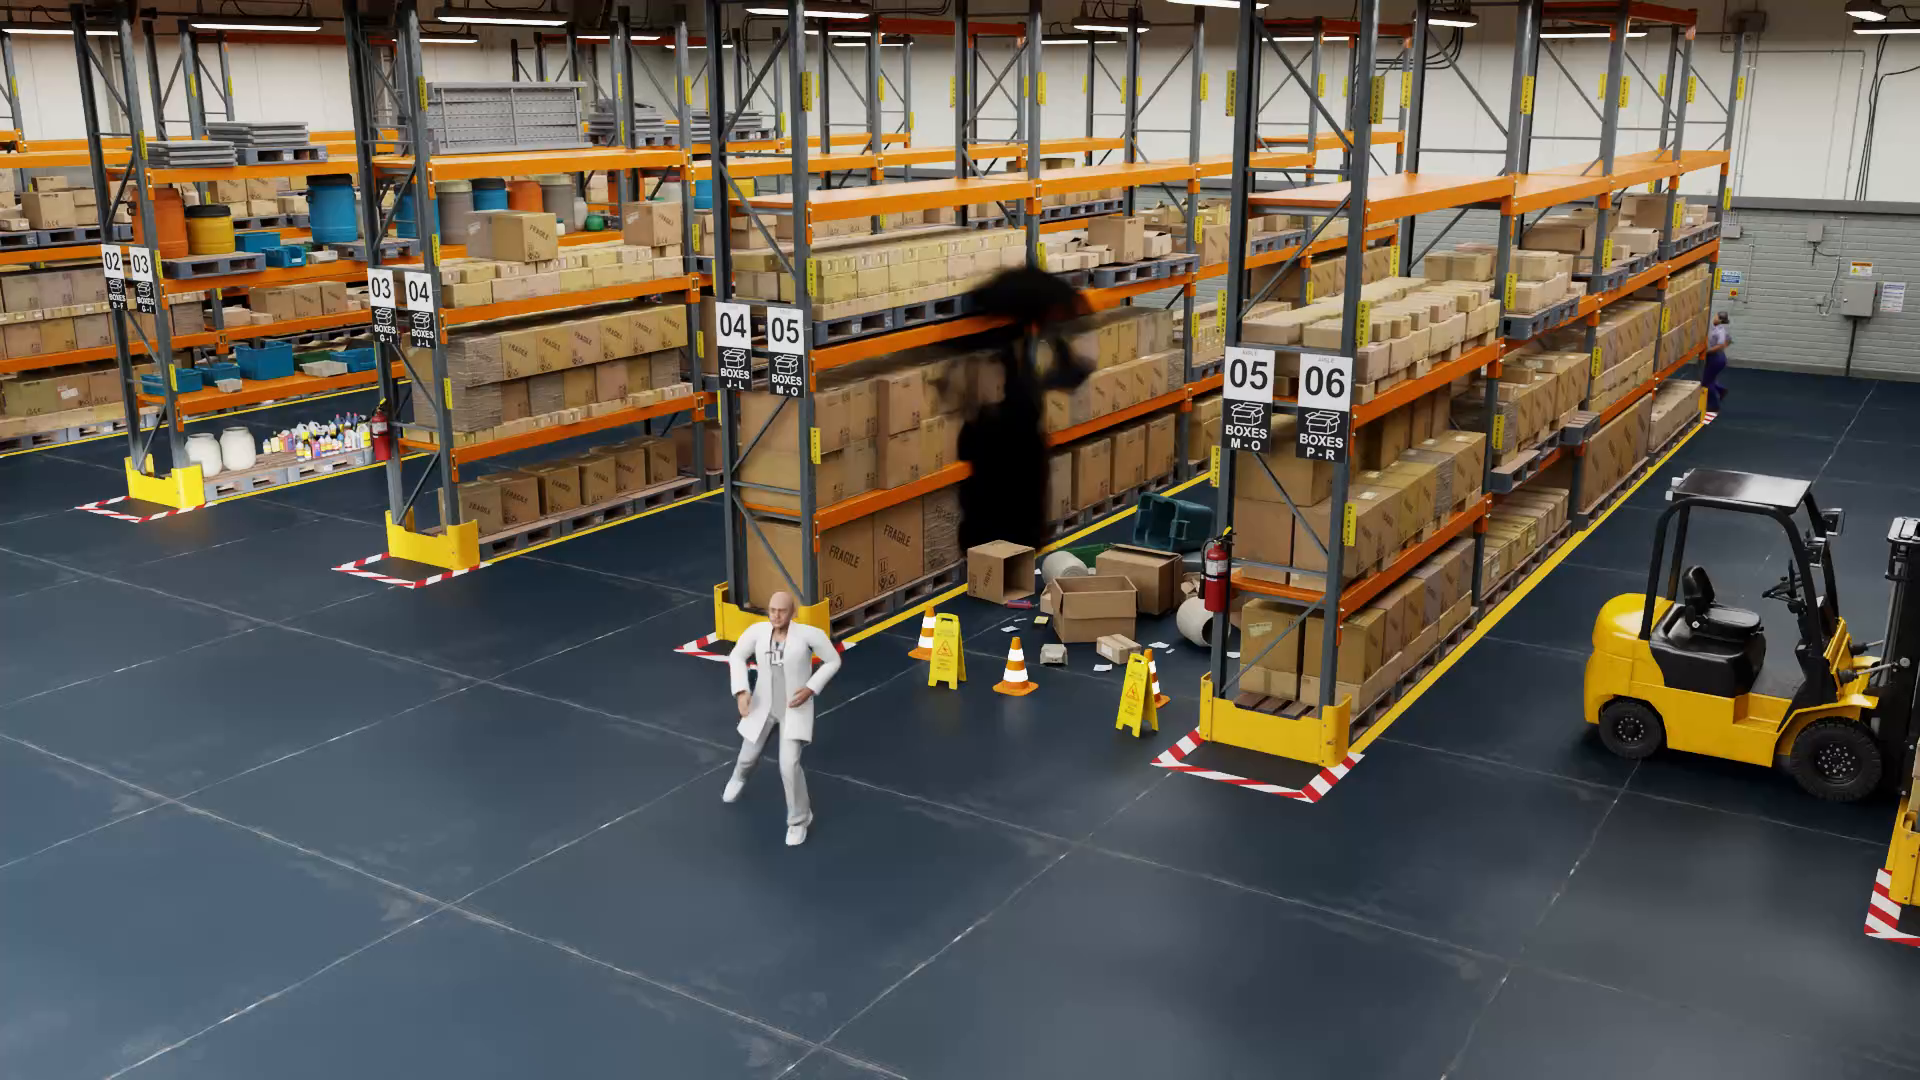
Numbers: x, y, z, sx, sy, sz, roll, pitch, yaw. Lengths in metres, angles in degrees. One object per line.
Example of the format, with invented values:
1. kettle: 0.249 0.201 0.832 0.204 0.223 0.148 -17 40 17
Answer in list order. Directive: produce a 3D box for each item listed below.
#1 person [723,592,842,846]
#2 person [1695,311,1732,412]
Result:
1. person: -1.291 1.201 11.745 0.922 1.782 0.790 2 16 7
2. person: 12.022 -2.850 26.512 0.548 1.607 0.607 8 17 27
